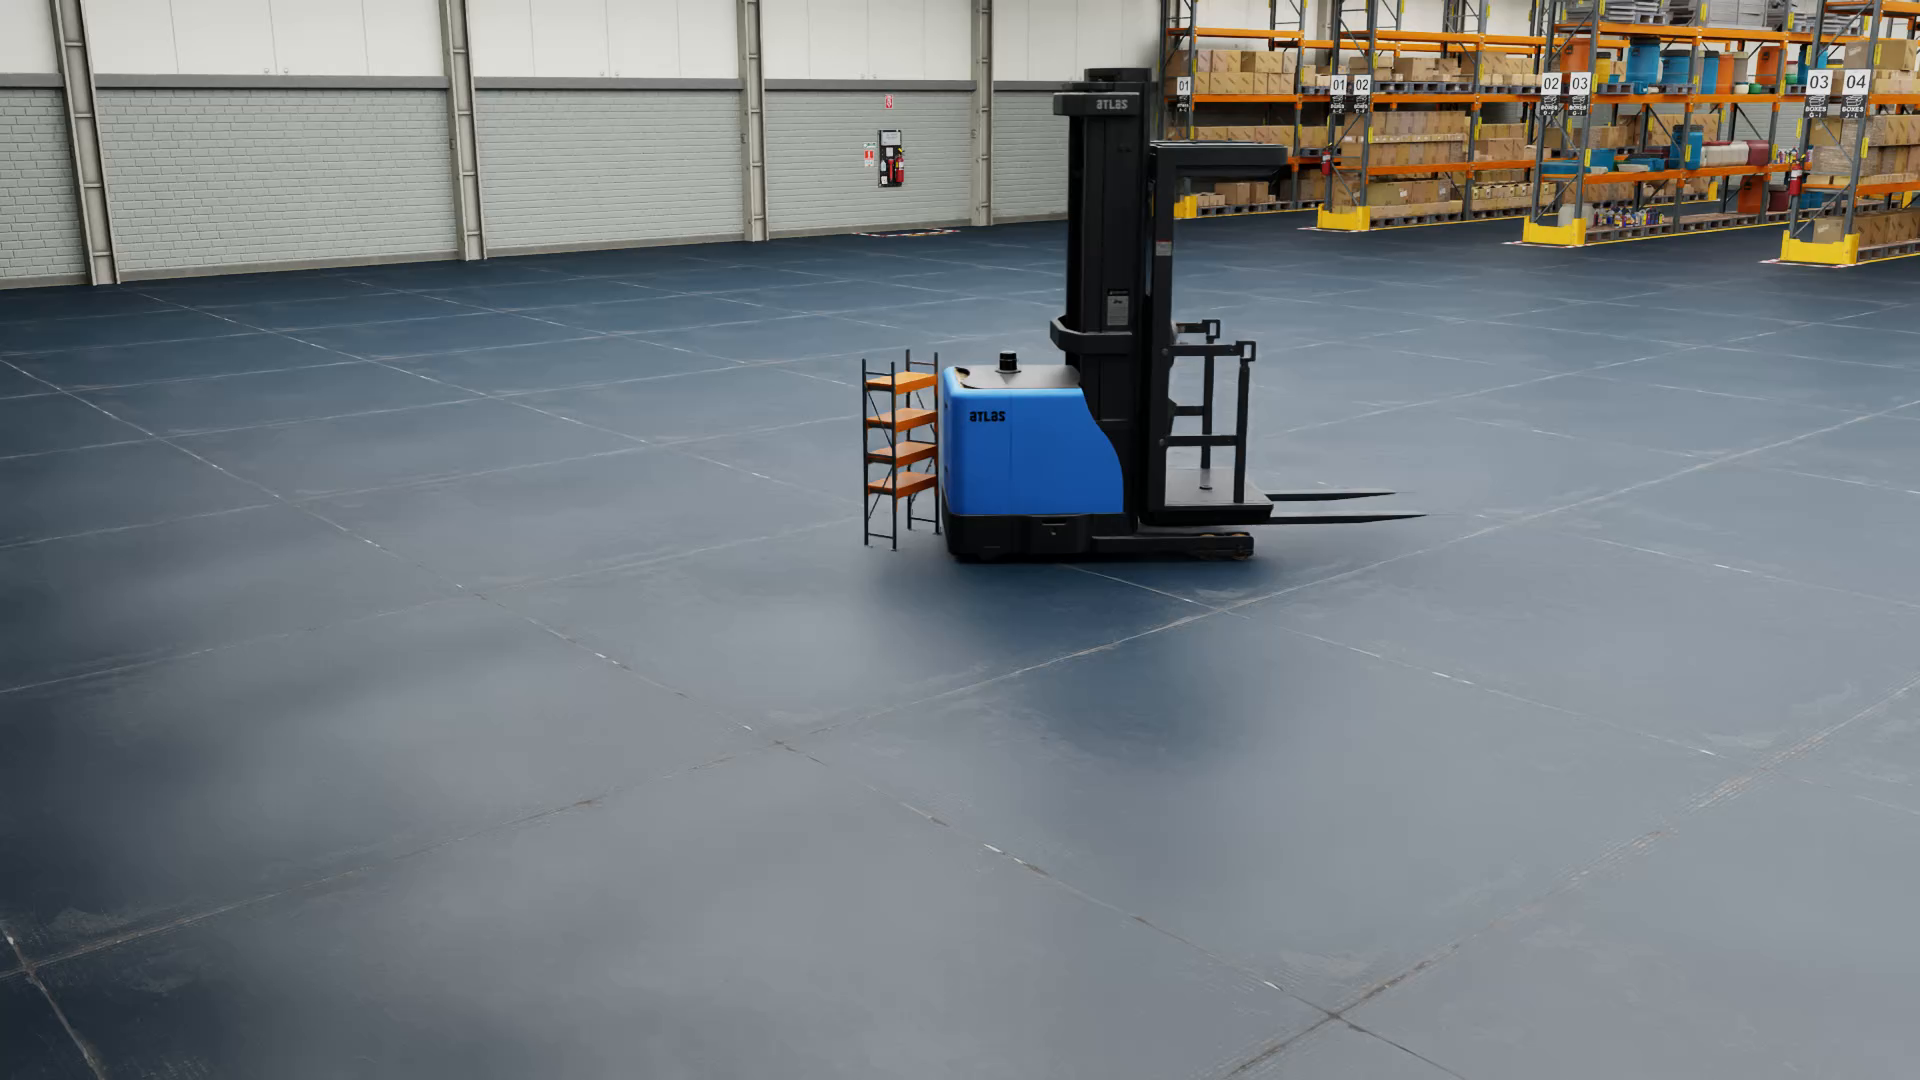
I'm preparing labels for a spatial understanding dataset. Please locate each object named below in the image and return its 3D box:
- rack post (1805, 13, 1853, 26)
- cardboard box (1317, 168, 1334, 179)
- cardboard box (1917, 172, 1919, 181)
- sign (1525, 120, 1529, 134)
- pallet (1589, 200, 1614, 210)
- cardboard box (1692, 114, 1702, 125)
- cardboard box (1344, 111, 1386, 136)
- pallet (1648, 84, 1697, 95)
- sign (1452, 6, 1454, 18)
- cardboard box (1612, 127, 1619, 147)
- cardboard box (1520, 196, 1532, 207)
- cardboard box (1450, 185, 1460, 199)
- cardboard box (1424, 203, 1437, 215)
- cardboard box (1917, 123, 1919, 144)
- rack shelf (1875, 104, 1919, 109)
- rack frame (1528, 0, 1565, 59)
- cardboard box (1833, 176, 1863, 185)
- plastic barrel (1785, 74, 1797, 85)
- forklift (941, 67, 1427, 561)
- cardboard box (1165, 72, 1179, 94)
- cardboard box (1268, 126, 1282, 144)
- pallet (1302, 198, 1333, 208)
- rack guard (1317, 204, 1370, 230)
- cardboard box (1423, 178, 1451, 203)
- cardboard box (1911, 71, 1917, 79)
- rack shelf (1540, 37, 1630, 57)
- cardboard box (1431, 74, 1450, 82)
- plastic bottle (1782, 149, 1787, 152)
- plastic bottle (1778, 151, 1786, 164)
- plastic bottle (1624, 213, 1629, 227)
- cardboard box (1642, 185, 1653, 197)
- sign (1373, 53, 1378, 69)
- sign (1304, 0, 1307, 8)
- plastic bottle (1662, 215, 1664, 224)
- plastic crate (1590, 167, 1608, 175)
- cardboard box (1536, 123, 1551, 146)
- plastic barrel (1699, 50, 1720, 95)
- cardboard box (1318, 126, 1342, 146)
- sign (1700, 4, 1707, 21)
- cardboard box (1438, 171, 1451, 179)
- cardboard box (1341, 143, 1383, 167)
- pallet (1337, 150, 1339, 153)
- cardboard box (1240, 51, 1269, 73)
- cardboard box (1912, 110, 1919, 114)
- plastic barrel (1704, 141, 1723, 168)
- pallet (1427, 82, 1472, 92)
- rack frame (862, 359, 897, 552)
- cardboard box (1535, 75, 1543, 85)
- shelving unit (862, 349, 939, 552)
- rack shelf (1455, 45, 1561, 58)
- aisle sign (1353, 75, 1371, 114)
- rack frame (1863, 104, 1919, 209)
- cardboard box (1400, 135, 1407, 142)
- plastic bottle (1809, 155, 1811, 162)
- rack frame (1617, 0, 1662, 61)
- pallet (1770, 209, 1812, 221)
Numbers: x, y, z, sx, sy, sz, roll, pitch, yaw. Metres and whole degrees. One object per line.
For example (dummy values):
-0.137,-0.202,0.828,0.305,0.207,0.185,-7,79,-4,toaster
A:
19.946,-11.983,38.320,0.954,0.300,0.937,-13,20,-40,rack post
9.328,-9.490,43.005,0.500,0.250,0.500,-13,20,-41,cardboard box
17.311,-6.588,30.088,0.250,0.149,0.380,-13,19,-39,cardboard box
13.972,-10.170,40.922,0.005,0.325,0.100,-13,19,-39,sign
15.844,-8.522,42.247,1.213,0.211,1.003,-13,19,-39,pallet
19.447,-11.128,44.467,0.500,0.500,0.500,-12,19,-38,cardboard box
8.701,-8.950,35.738,0.500,0.500,0.700,-13,19,-39,cardboard box
14.087,-9.119,33.631,1.003,0.211,1.213,-13,19,-39,pallet
13.753,-14.725,46.321,0.005,0.325,0.100,-13,19,-39,sign
16.372,-10.308,42.521,0.500,0.500,0.700,-9,17,-31,cardboard box
13.331,-8.110,39.814,0.500,0.250,0.500,-12,19,-38,cardboard box
11.436,-8.137,38.829,0.500,0.311,0.500,-13,19,-39,cardboard box
10.361,-7.450,37.344,0.500,0.250,0.500,-13,19,-39,cardboard box
16.905,-7.314,29.611,0.500,0.500,0.500,-13,19,-39,cardboard box
22.111,-10.698,40.570,4.000,0.370,1.077,-13,19,-39,rack shelf
17.116,-14.762,48.579,0.127,3.000,1.000,-13,19,-39,rack frame
15.172,-6.141,28.415,0.250,0.149,0.380,-13,19,-39,cardboard box
18.535,-10.292,37.142,0.294,0.245,0.294,0,15,0,plastic barrel
1.415,-1.421,10.390,3.031,2.935,1.130,-1,15,-4,forklift
5.195,-10.781,39.252,0.500,0.500,0.500,-11,18,-35,cardboard box
7.537,-9.905,40.817,0.500,0.500,0.500,-13,20,-40,cardboard box
9.571,-8.824,43.375,1.213,0.211,1.003,-13,19,-39,pallet
8.283,-6.978,35.905,0.348,0.500,1.175,-13,19,-39,rack guard
10.727,-7.901,37.576,0.500,0.500,0.500,-13,19,-39,cardboard box
16.511,-8.143,29.130,0.250,0.149,0.380,-14,20,-41,cardboard box
15.845,-12.241,41.310,4.000,0.370,1.077,-13,19,-39,rack shelf
10.588,-10.208,36.743,0.250,0.149,0.380,-13,19,-39,cardboard box
19.304,-9.037,39.009,0.135,0.276,0.152,-13,19,-39,plastic bottle
18.472,-8.609,37.407,0.135,0.276,0.152,-13,19,-39,plastic bottle
13.380,-6.424,33.421,0.097,0.271,0.097,0,15,0,plastic bottle
17.812,-9.165,43.607,0.500,0.311,0.500,-13,19,-39,cardboard box
8.661,-9.990,34.679,0.005,0.325,0.100,-13,19,-39,sign
8.406,-13.110,40.430,0.005,0.325,0.100,-13,19,-39,sign
14.498,-6.641,34.369,0.097,0.201,0.097,0,15,0,plastic bottle
12.436,-7.186,32.352,0.250,0.136,0.298,-13,19,-39,plastic crate
16.738,-11.921,48.984,0.700,0.700,0.980,-12,19,-37,cardboard box
15.795,-9.944,35.381,0.708,0.901,0.600,-13,19,-39,plastic barrel
9.372,-10.382,42.760,0.500,0.500,0.700,-10,18,-32,cardboard box
14.920,-10.591,33.367,0.005,0.325,0.100,-13,19,-39,sign
13.025,-10.064,45.967,0.750,0.750,0.750,-12,19,-38,cardboard box
8.661,-8.315,35.872,0.500,0.500,0.700,-13,19,-39,cardboard box
10.613,-10.275,43.775,1.003,0.211,1.213,-13,19,-39,pallet
7.070,-11.498,40.002,0.500,0.500,0.500,-14,20,-41,cardboard box
18.510,-7.538,31.182,1.000,1.000,1.000,-12,19,-39,cardboard box
15.986,-8.212,35.417,0.433,0.535,0.433,0,15,0,plastic barrel
10.692,-10.124,37.199,1.213,0.211,1.003,-13,19,-39,pallet
-0.503,-0.525,10.390,0.240,1.200,0.015,9,18,31,rack frame
13.647,-10.944,39.575,0.500,0.250,0.500,-12,19,-38,cardboard box
-0.373,-0.578,10.590,0.258,1.200,0.503,9,18,31,shelving unit
15.607,-13.883,47.455,4.000,0.370,1.077,-13,19,-39,rack shelf
8.452,-9.375,34.997,0.004,0.787,0.394,-13,19,-39,aisle sign
23.620,-9.935,42.132,0.127,3.000,1.000,-13,19,-39,rack frame
9.516,-8.751,36.249,0.250,0.149,0.380,-14,20,-41,cardboard box
19.515,-8.798,38.258,0.097,0.201,0.097,0,15,0,plastic bottle
17.353,-13.121,42.434,0.127,3.000,1.000,-13,19,-39,rack frame
19.072,-7.580,38.719,1.213,0.211,1.003,-13,19,-39,pallet
